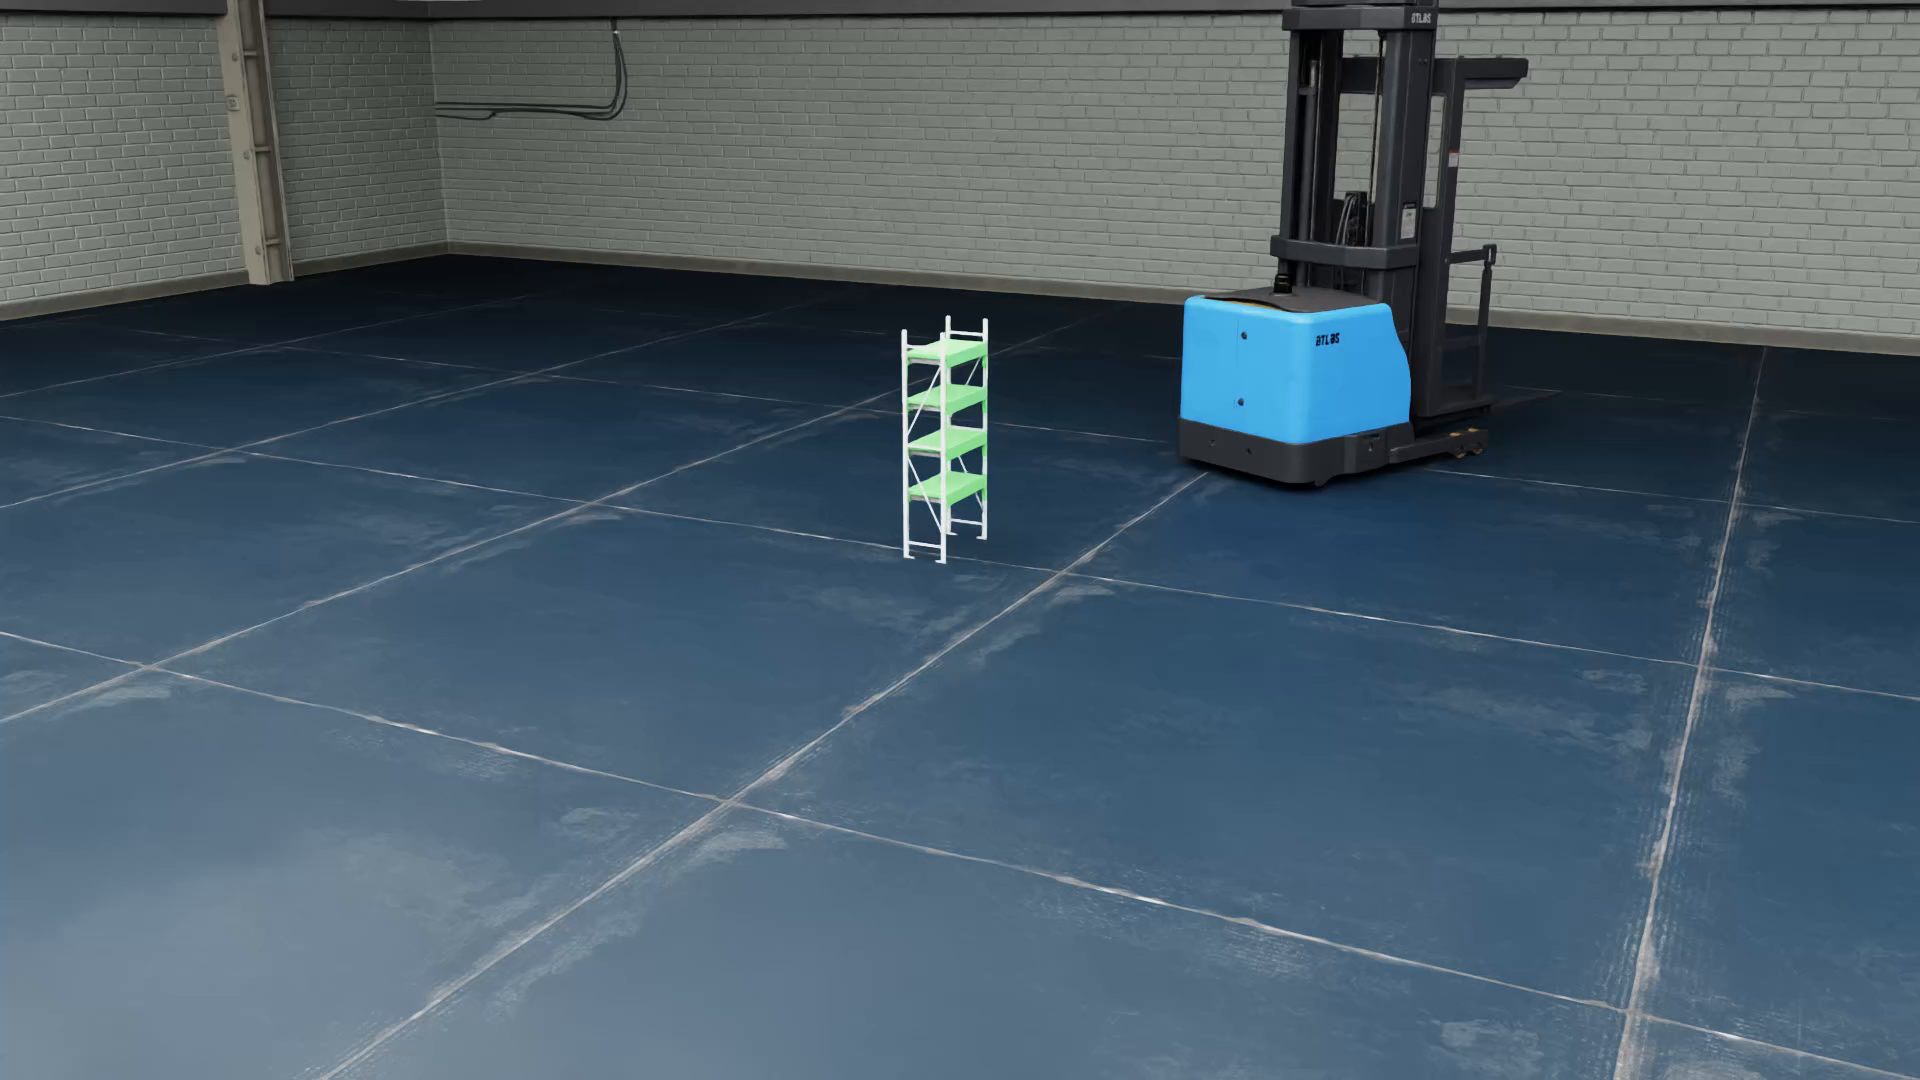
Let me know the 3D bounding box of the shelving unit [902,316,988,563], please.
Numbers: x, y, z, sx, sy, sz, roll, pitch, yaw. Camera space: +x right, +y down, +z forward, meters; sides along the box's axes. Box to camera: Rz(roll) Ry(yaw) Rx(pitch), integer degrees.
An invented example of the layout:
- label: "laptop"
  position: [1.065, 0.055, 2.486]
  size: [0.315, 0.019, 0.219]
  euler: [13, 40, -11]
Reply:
- label: "shelving unit"
  position: [-0.074, -0.533, 8.712]
  size: [0.258, 1.200, 0.503]
  euler: [8, 18, 25]

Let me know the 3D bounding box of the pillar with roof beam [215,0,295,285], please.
- label: "pillar with roof beam"
  position: [-3.970, -6.696, 15.765]
  size: [9.100, 9.000, 0.400]
  euler: [8, 18, 25]

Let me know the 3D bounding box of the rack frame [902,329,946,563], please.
- label: "rack frame"
  position: [-0.183, -0.471, 8.502]
  size: [0.240, 1.200, 0.015]
  euler: [8, 18, 25]

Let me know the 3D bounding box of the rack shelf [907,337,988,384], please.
- label: "rack shelf"
  position: [-0.074, -0.932, 8.593]
  size: [0.258, 0.148, 0.480]
  euler: [8, 18, 25]

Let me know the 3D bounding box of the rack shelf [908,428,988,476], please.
- label: "rack shelf"
  position: [-0.074, -0.472, 8.730]
  size: [0.258, 0.148, 0.480]
  euler: [8, 18, 25]

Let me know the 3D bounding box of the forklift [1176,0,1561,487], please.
- label: "forklift"
  position: [2.856, -2.043, 10.756]
  size: [3.031, 2.935, 1.130]
  euler: [-13, 21, -36]

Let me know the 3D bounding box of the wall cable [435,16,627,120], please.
- label: "wall cable"
  position: [-5.322, -6.338, 20.011]
  size: [3.097, 2.526, 0.112]
  euler: [8, 18, 25]

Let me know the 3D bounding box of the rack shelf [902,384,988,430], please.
- label: "rack shelf"
  position: [-0.074, -0.702, 8.661]
  size: [0.258, 0.148, 0.480]
  euler: [8, 18, 25]

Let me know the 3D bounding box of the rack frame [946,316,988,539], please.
- label: "rack frame"
  position: [0.035, -0.595, 8.921]
  size: [0.240, 1.200, 0.015]
  euler: [8, 18, 25]

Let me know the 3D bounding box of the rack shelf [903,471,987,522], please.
- label: "rack shelf"
  position: [-0.074, -0.242, 8.798]
  size: [0.258, 0.148, 0.480]
  euler: [8, 18, 25]
